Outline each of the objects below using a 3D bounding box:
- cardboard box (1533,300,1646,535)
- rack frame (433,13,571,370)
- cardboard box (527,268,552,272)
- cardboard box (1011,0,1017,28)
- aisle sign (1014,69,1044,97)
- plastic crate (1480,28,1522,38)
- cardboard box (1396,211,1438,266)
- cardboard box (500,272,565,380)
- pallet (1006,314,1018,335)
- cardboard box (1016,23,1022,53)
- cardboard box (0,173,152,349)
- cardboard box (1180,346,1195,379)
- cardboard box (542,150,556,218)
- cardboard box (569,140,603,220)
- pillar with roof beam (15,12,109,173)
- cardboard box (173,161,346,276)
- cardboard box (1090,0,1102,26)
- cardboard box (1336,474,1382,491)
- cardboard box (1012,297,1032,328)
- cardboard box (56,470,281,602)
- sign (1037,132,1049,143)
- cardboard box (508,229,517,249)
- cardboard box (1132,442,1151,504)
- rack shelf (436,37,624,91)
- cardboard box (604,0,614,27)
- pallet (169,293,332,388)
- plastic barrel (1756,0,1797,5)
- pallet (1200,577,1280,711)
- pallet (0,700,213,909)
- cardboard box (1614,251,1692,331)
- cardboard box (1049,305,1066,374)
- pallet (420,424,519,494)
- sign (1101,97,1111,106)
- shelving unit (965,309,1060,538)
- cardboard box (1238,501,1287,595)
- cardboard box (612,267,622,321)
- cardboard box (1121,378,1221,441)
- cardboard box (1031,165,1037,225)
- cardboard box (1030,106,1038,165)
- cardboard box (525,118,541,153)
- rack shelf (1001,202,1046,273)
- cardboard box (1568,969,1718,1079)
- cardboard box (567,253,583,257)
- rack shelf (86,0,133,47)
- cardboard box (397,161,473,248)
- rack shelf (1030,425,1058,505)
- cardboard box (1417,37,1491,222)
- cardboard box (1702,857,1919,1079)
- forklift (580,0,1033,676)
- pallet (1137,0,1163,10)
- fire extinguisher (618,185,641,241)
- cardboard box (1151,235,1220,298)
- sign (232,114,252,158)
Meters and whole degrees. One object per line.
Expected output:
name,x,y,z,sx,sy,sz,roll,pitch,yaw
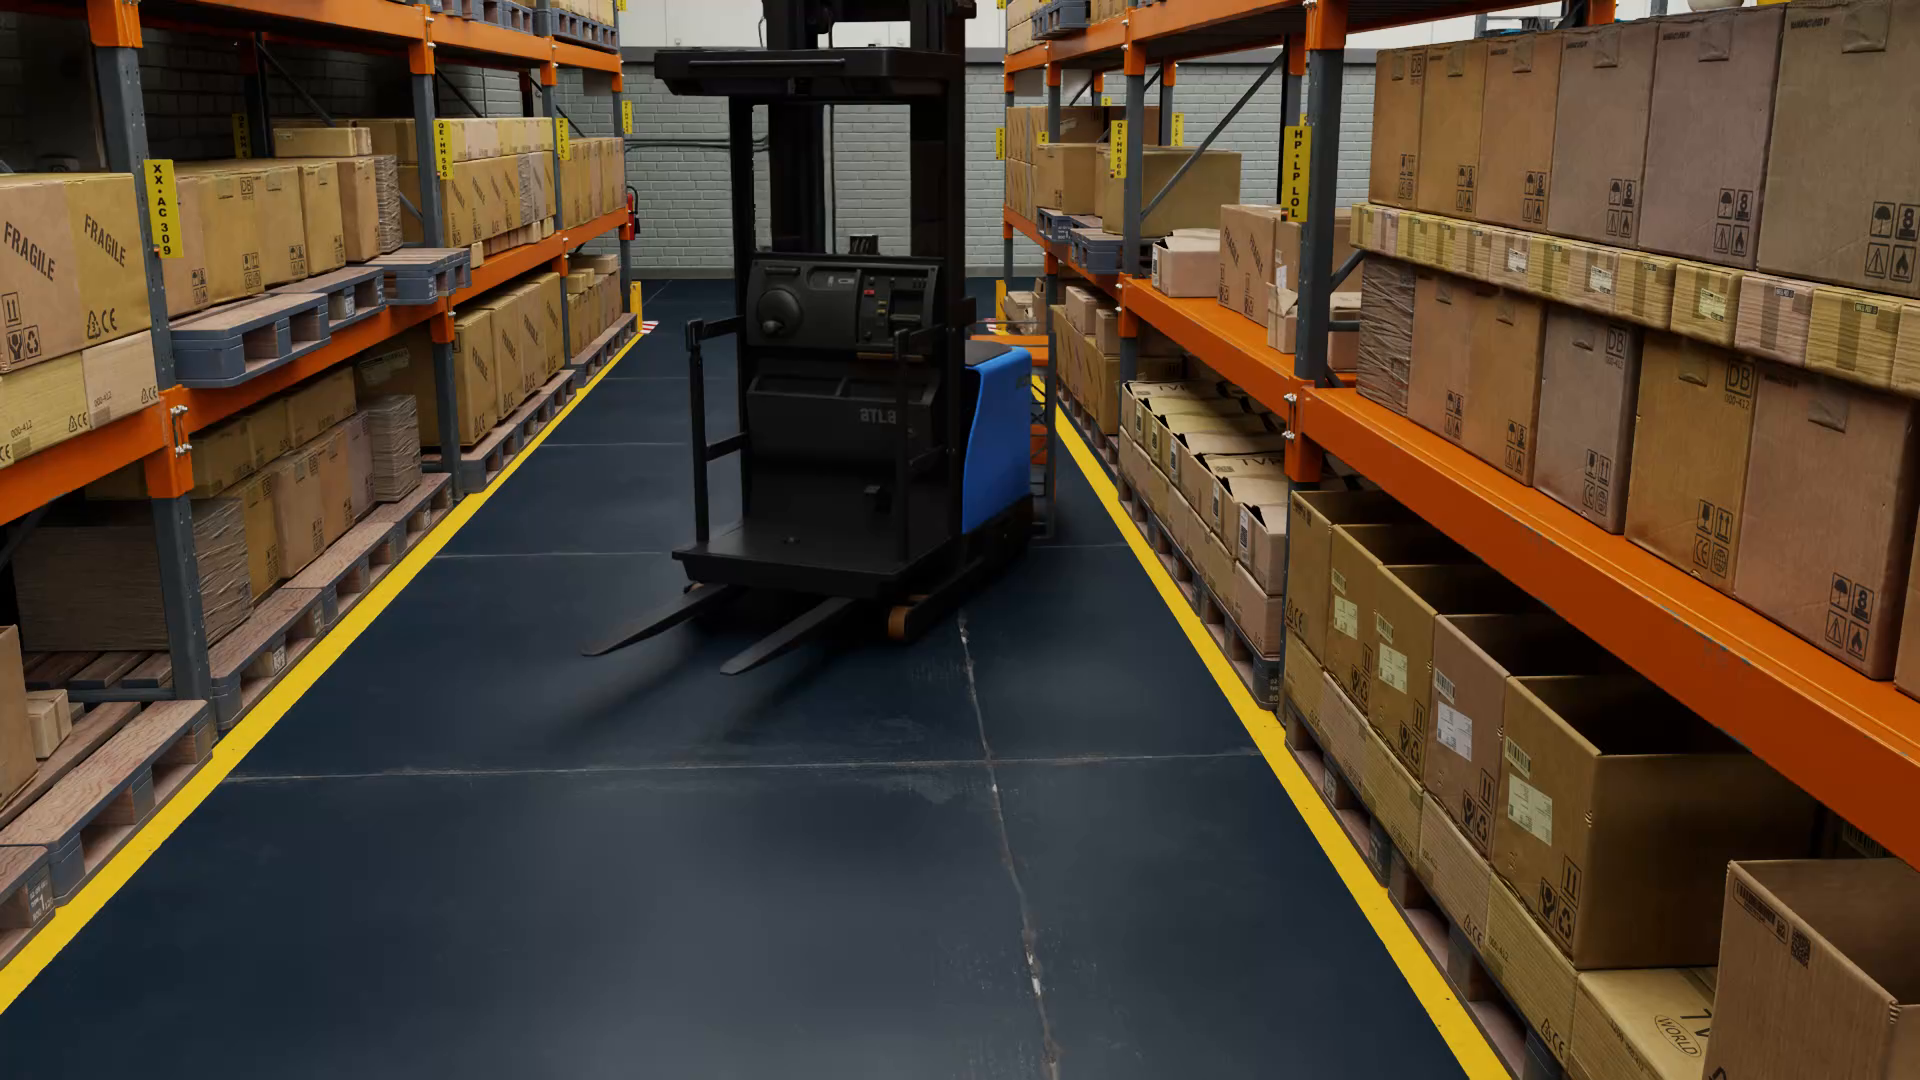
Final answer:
cardboard box,1.848,-0.318,4.042,0.700,0.500,0.500,0,14,-2
rack frame,-3.724,-2.675,13.405,1.000,3.000,0.127,-1,14,-3
cardboard box,-3.924,-2.390,15.168,0.380,0.149,0.250,-1,14,-3
cardboard box,0.768,-5.114,16.159,0.500,0.250,0.500,-1,14,-3
aisle sign,0.674,-5.019,17.296,0.394,0.787,0.004,-1,14,-3
plastic crate,5.661,-5.112,17.119,0.497,0.269,0.590,-1,14,-3
cardboard box,1.572,-0.929,5.116,0.380,0.149,0.250,-1,14,-5
cardboard box,-3.554,-1.678,13.000,0.750,0.750,0.750,-1,14,-3
pallet,1.027,-2.180,17.075,1.003,0.211,1.213,-1,14,-3
cardboard box,0.800,-4.747,15.738,0.500,0.250,0.500,-1,14,-3
cardboard box,-2.891,-0.873,5.156,0.500,0.500,0.500,-1,14,-4
cardboard box,1.686,-1.008,11.059,0.500,0.500,0.500,-1,14,-5
cardboard box,-3.444,-2.767,12.922,0.500,0.500,0.500,-1,14,-4
cardboard box,-3.836,-3.318,15.301,0.980,0.700,0.700,-2,15,-6
pillar with roof beam,0.037,-4.316,7.741,9.100,9.000,0.400,-1,14,-3
cardboard box,-3.338,-1.516,7.814,0.700,0.500,0.500,-1,14,-3
cardboard box,1.343,-3.623,10.868,0.910,0.500,0.500,-1,14,-3
cardboard box,1.912,-0.138,7.092,0.500,0.311,0.500,-1,14,-4
cardboard box,0.784,-2.241,16.351,0.500,0.250,0.500,-1,14,-3
cardboard box,-3.373,0.001,7.136,0.700,0.500,0.500,-1,14,-5
sign,0.678,-3.162,13.558,0.100,0.325,0.005,-1,14,-3
cardboard box,-3.386,-2.167,11.893,0.380,0.149,0.250,-1,14,-5
cardboard box,1.239,-0.370,9.120,0.500,0.250,0.500,-1,14,-5
rack shelf,-3.848,-4.277,15.054,1.077,0.370,4.000,-1,14,-3
cardboard box,-3.662,-5.124,16.159,0.500,0.250,0.500,0,14,-2
pallet,-3.131,-0.785,6.443,1.003,0.211,1.213,-1,14,-3
plastic barrel,6.423,-4.352,12.680,0.600,0.588,0.600,0,14,0
pallet,1.631,0.405,7.030,1.003,0.211,1.213,-1,14,-3
pallet,-3.152,0.831,5.372,1.003,0.211,1.213,-1,14,-3
cardboard box,1.667,-0.545,3.622,0.380,0.149,0.250,0,14,-2
cardboard box,1.006,-1.631,13.480,0.500,0.500,0.500,-2,15,-6
pallet,-3.450,-0.527,10.652,1.003,0.211,1.213,-1,14,-3
sign,1.527,-4.465,17.402,0.100,0.325,0.005,-1,14,-3
shelving unit,0.281,-0.689,9.446,0.538,1.125,1.048,1,14,2
cardboard box,1.404,-0.003,6.567,0.500,0.311,0.500,-1,14,-3
cardboard box,-3.829,-2.490,16.860,0.700,0.500,0.500,-1,14,-3
cardboard box,1.207,-0.767,9.536,0.500,0.311,0.500,0,14,-2
cardboard box,0.899,-3.050,14.659,0.500,0.500,0.500,0,14,-2
cardboard box,0.895,-3.535,14.537,0.500,0.500,0.500,-1,14,-5
cardboard box,-3.418,-3.001,12.328,0.500,0.250,0.500,-1,14,-2
rack shelf,1.096,-2.902,15.728,1.077,0.370,4.000,-1,14,-3
cardboard box,1.592,1.107,3.380,0.500,0.250,0.500,-1,14,-3
cardboard box,-4.036,-2.833,16.888,0.380,0.149,0.250,-1,14,-3
rack shelf,-3.105,-1.293,3.455,1.077,0.370,4.000,-1,14,-3
cardboard box,-3.251,-2.008,9.971,0.500,0.500,0.500,0,14,-2
rack shelf,0.281,-0.452,9.507,0.538,0.278,1.000,1,14,2
cardboard box,1.782,-1.204,4.882,0.700,0.500,0.500,-1,14,-4
cardboard box,1.633,0.868,2.804,0.500,0.500,0.500,-1,14,-3
forklift,-0.615,-1.086,7.364,1.130,2.935,3.031,5,15,20
pallet,1.599,-2.952,8.838,1.213,0.211,1.003,0,14,-1
fire extinguisher,-3.521,-3.497,17.501,0.296,0.674,0.183,-1,14,-3
cardboard box,1.329,-1.489,8.974,0.500,0.311,0.500,-1,14,-4
sign,-4.030,-2.232,9.358,0.100,0.325,0.005,-1,14,-3
